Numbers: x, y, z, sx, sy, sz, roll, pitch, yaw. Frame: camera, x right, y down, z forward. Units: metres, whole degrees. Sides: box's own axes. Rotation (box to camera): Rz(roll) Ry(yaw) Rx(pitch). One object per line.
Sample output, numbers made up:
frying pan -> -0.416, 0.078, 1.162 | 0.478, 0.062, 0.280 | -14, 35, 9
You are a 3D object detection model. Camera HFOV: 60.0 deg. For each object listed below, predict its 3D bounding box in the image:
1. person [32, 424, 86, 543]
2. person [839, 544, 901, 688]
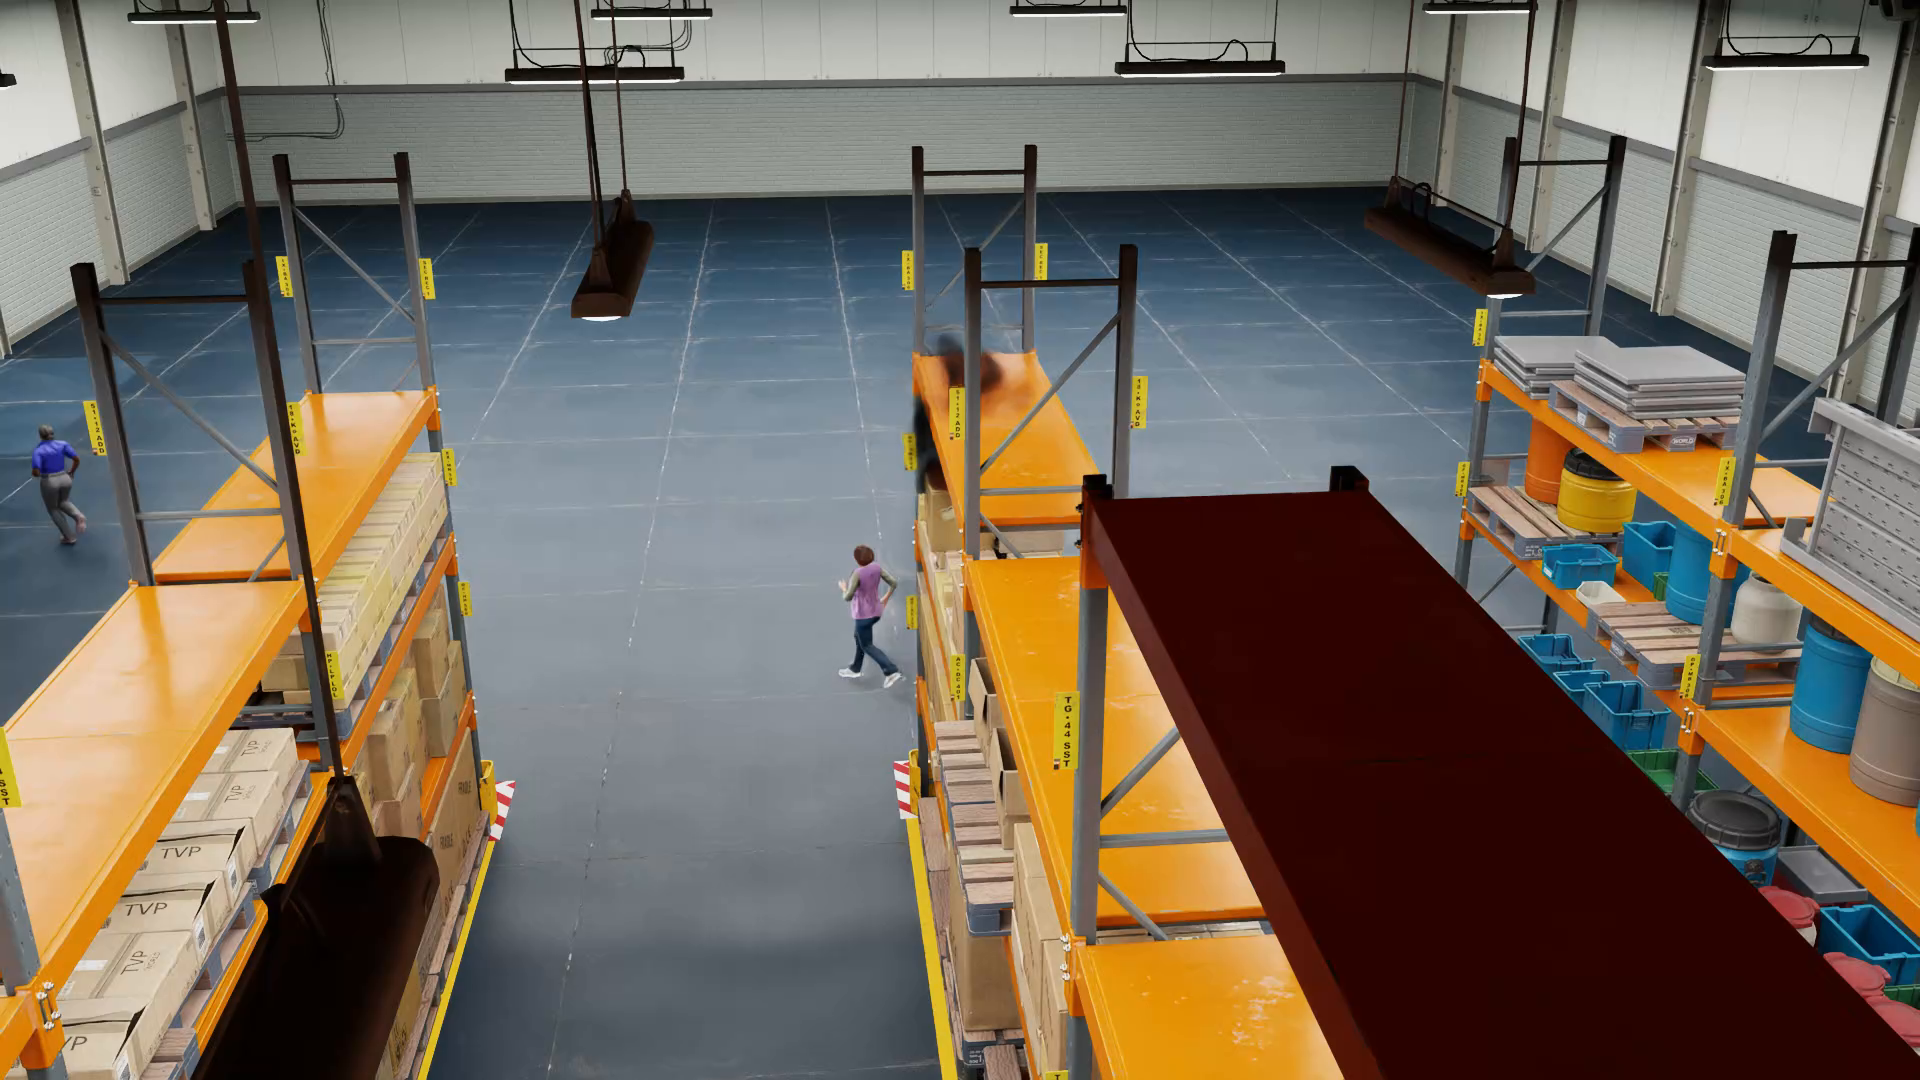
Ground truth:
person -> -11.579, -0.725, 21.311 | 0.559, 1.611, 0.575 | 14, 26, 32
person -> -0.949, 0.793, 17.395 | 0.884, 1.577, 0.534 | 16, 26, 34
